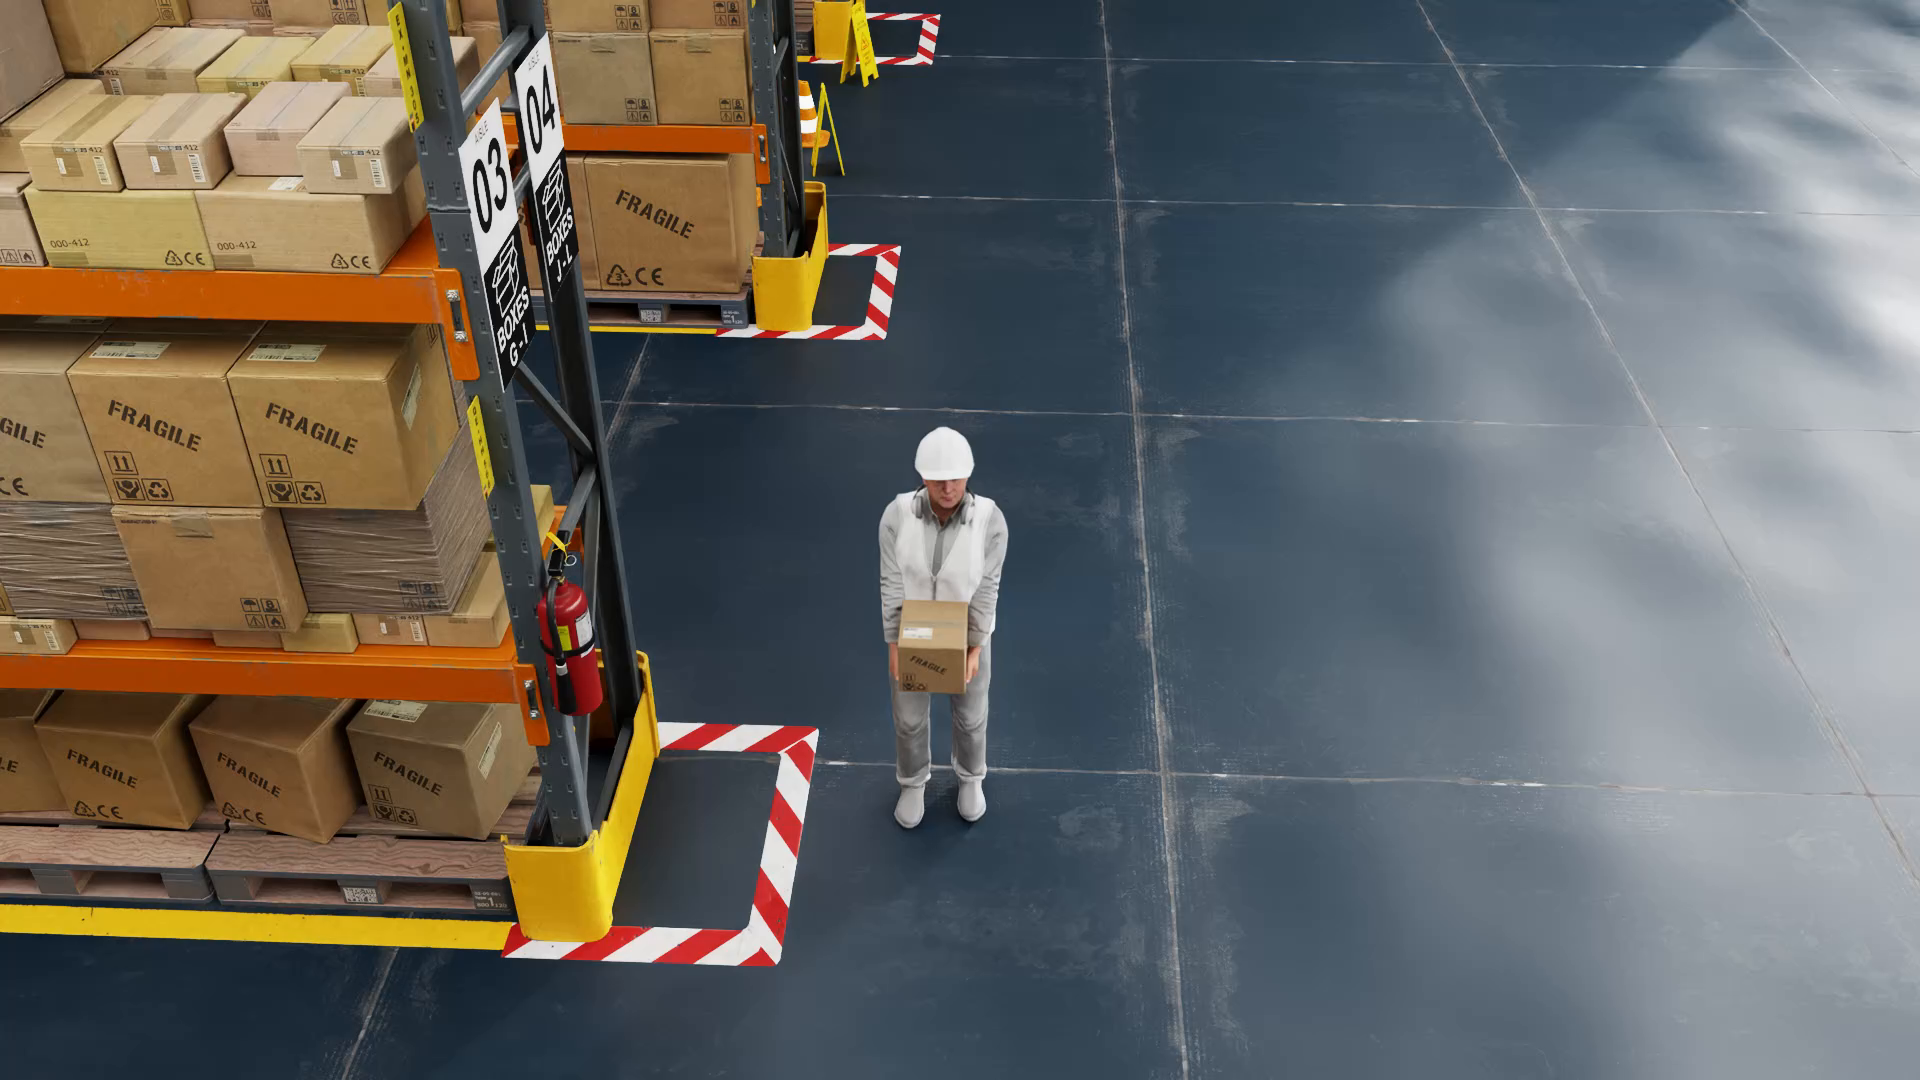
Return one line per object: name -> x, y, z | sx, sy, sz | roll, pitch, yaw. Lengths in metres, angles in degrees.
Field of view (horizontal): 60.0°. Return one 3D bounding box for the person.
person -> -0.069, 0.408, 6.528 | 0.494, 1.765, 0.546 | 2, 35, 3
